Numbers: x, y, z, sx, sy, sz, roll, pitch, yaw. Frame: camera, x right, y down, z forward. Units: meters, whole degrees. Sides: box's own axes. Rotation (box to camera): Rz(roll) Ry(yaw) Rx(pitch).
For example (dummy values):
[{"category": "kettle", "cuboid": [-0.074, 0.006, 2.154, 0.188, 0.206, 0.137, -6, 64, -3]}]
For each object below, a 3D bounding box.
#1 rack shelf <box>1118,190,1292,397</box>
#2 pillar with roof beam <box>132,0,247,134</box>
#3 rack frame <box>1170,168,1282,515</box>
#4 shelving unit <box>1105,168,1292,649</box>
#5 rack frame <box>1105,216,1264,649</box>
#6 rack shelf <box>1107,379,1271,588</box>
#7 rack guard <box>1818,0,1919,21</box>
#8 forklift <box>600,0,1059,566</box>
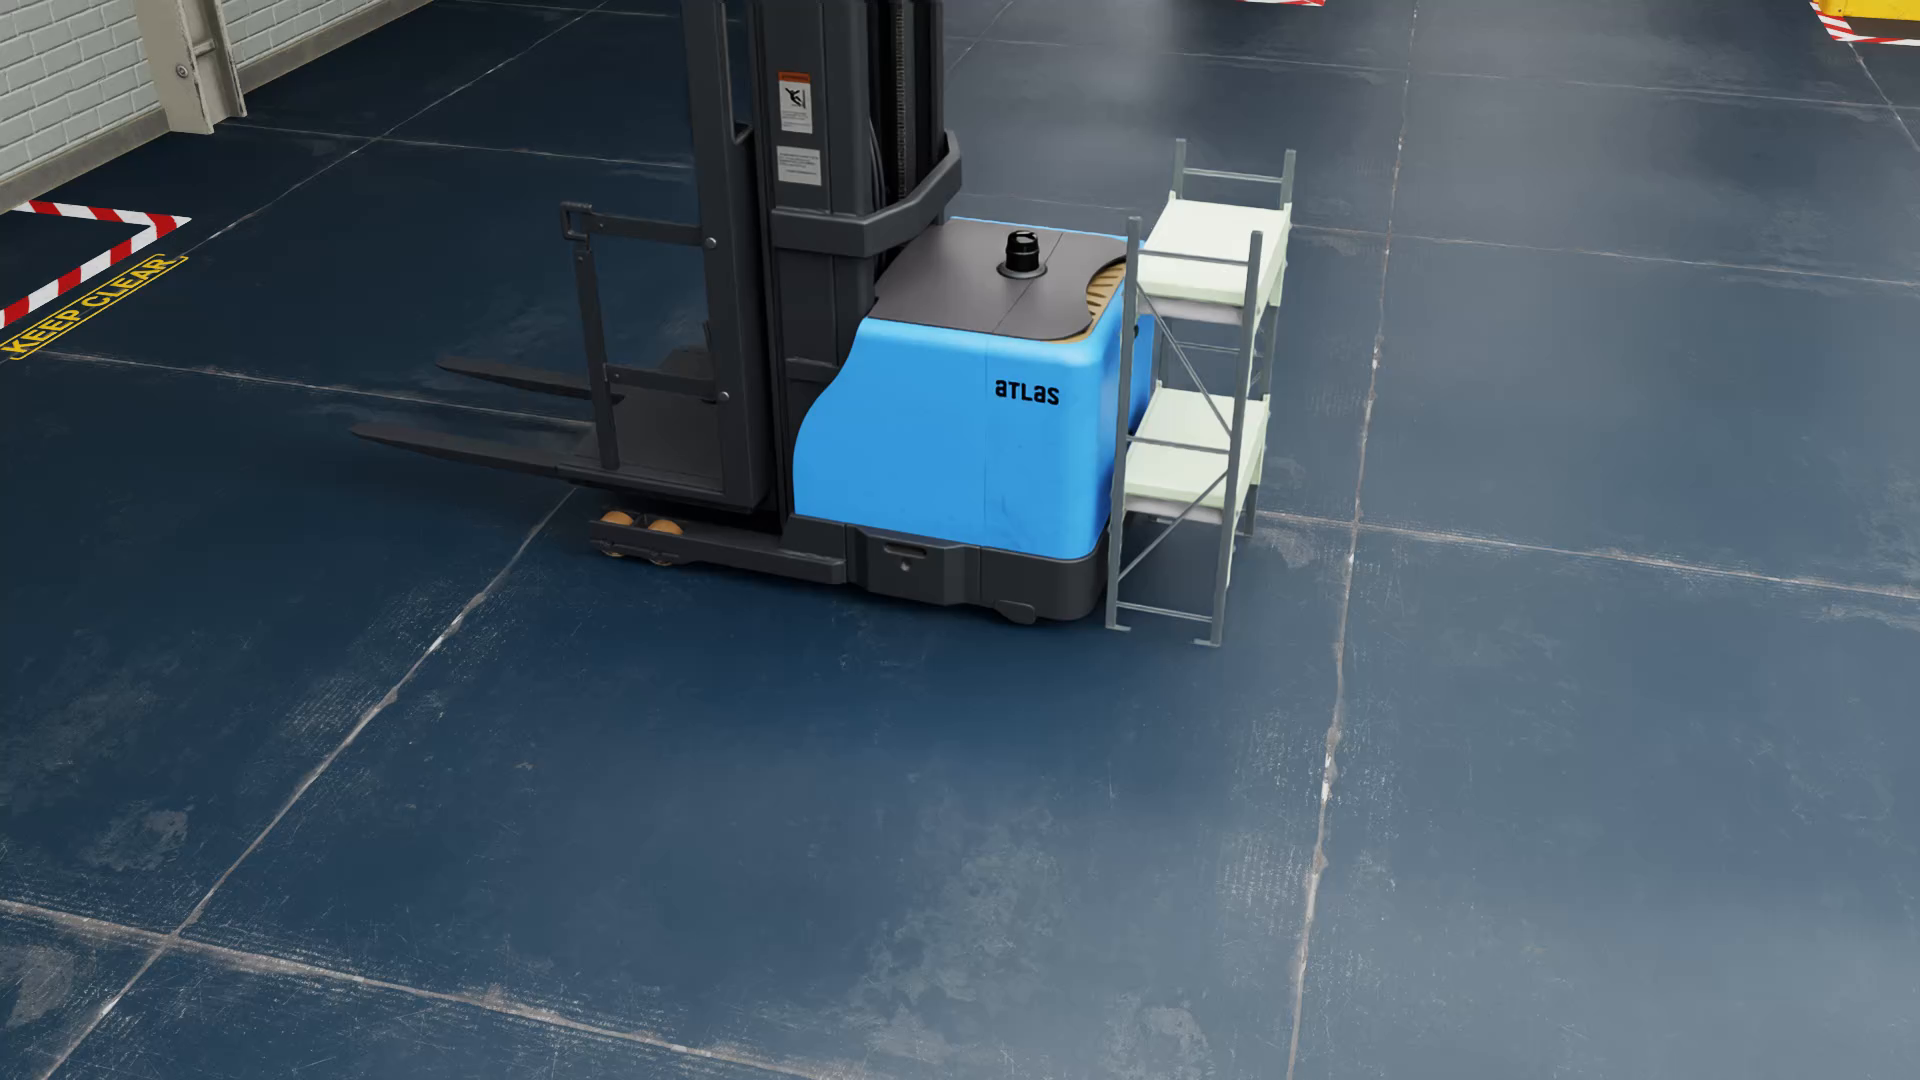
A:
[{"category": "rack shelf", "cuboid": [0.805, -0.817, 5.409, 0.431, 0.370, 0.720, 9, 34, 14]}, {"category": "pillar with roof beam", "cuboid": [-0.514, -5.808, 6.998, 9.100, 9.000, 0.400, 8, 33, 12]}, {"category": "rack frame", "cuboid": [0.914, -0.675, 5.914, 0.380, 1.308, 0.010, 9, 34, 14]}, {"category": "shelving unit", "cuboid": [0.804, -0.486, 5.616, 0.431, 1.500, 0.748, 9, 34, 14]}, {"category": "rack frame", "cuboid": [0.697, -0.300, 5.324, 0.400, 1.500, 0.023, 9, 34, 14]}, {"category": "rack shelf", "cuboid": [0.805, -0.212, 5.794, 0.431, 0.370, 0.720, 9, 34, 14]}, {"category": "rack guard", "cuboid": [7.060, -4.137, 12.291, 1.175, 0.500, 0.348, 8, 33, 12]}, {"category": "forklift", "cuboid": [10.447, -2.538, 7.570, 21.055, 2.867, 12.119, 10, 34, 15]}]
